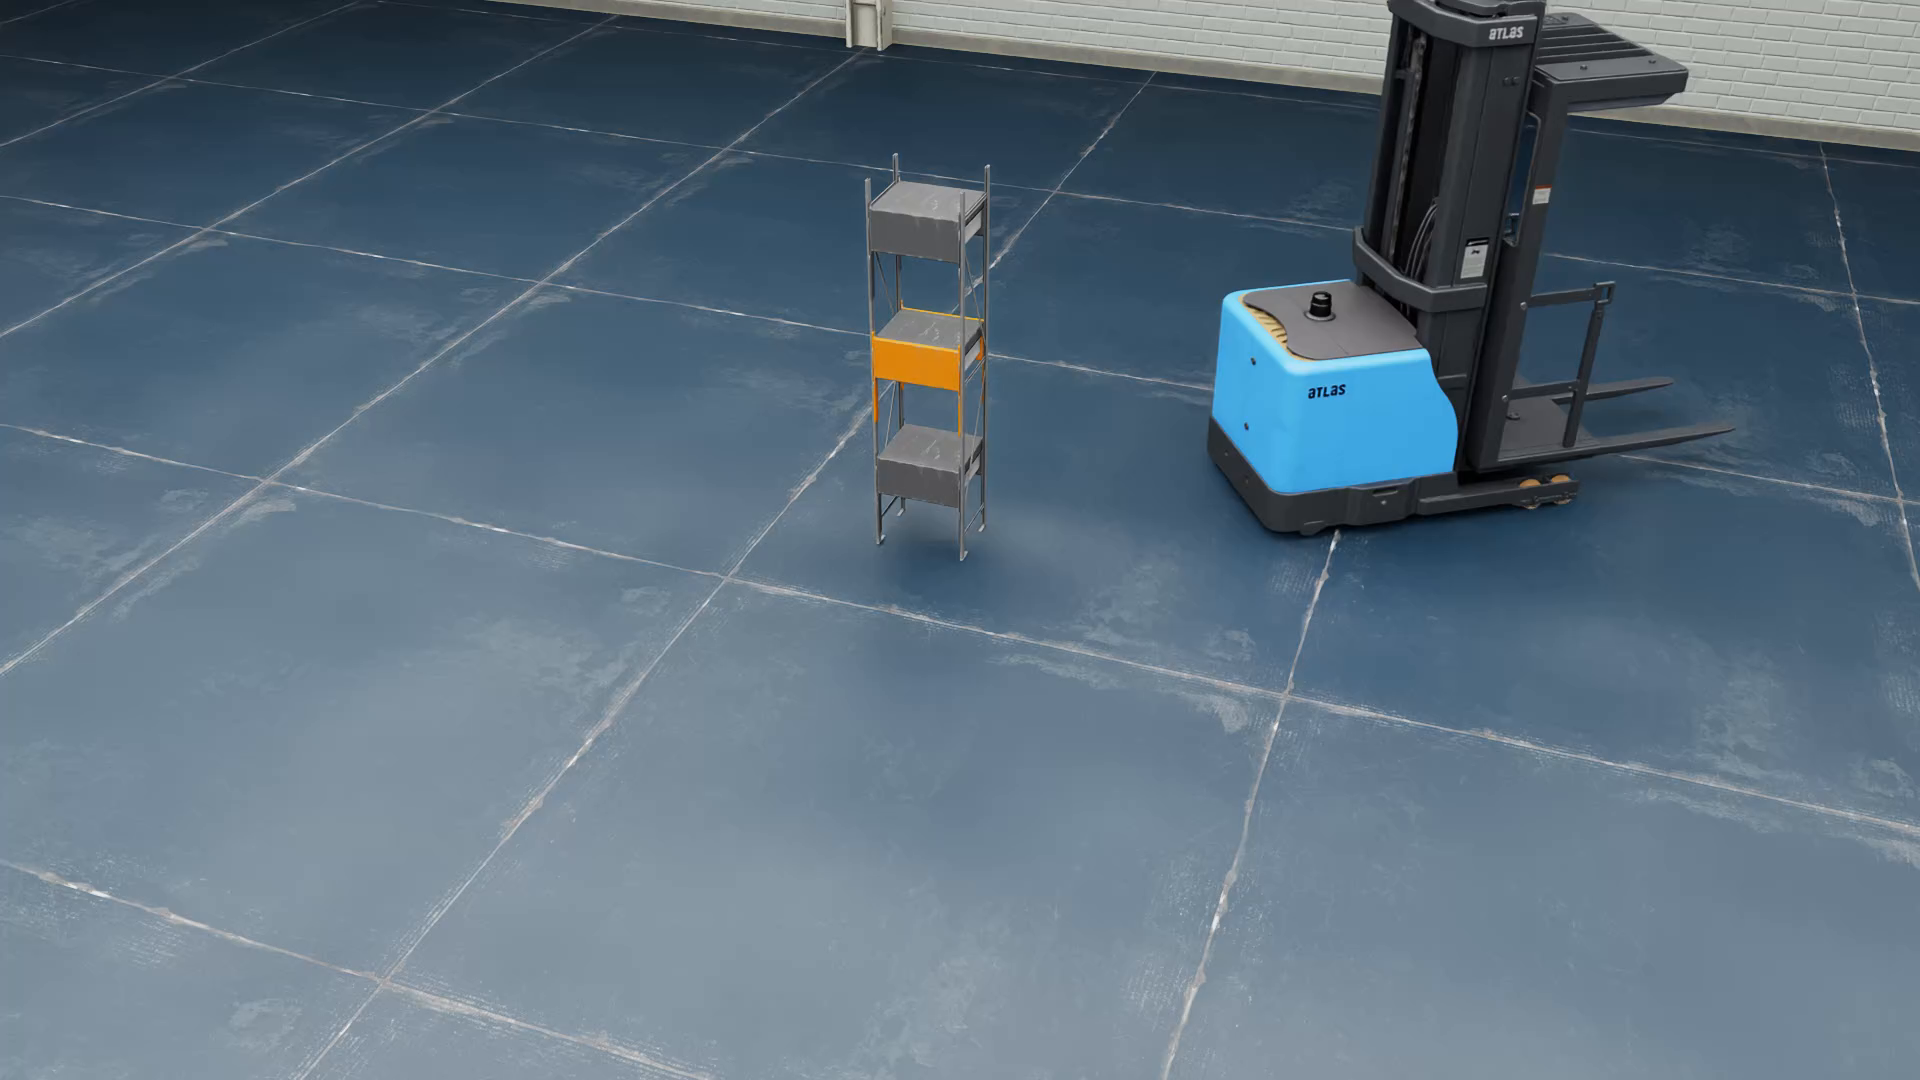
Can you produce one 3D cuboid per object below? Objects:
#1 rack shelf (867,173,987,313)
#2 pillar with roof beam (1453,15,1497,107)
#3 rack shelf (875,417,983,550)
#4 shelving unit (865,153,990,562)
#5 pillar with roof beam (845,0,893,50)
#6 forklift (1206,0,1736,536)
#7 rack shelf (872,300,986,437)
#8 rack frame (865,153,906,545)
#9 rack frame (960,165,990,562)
[{"bbox_3d":[-0.156,-1.489,8.323,0.480,0.518,0.431,11,34,16],"label":"rack shelf"},{"bbox_3d":[3.267,-5.586,9.574,0.400,9.000,9.100,11,34,16],"label":"pillar with roof beam"},{"bbox_3d":[-0.156,-0.313,9.083,0.480,0.518,0.431,11,34,16],"label":"rack shelf"},{"bbox_3d":[-0.156,-0.912,8.695,0.503,2.100,0.431,11,34,16],"label":"shelving unit"},{"bbox_3d":[-2.381,-6.684,11.275,0.400,9.000,9.100,11,34,16],"label":"pillar with roof beam"},{"bbox_3d":[3.046,-1.679,9.117,3.031,2.935,1.130,-8,34,-12],"label":"forklift"},{"bbox_3d":[-0.156,-0.901,8.703,0.480,0.518,0.431,11,34,16],"label":"rack shelf"},{"bbox_3d":[-0.386,-0.957,8.765,0.015,2.100,0.400,11,34,16],"label":"rack frame"},{"bbox_3d":[0.074,-0.868,8.626,0.015,2.100,0.400,11,34,16],"label":"rack frame"}]
